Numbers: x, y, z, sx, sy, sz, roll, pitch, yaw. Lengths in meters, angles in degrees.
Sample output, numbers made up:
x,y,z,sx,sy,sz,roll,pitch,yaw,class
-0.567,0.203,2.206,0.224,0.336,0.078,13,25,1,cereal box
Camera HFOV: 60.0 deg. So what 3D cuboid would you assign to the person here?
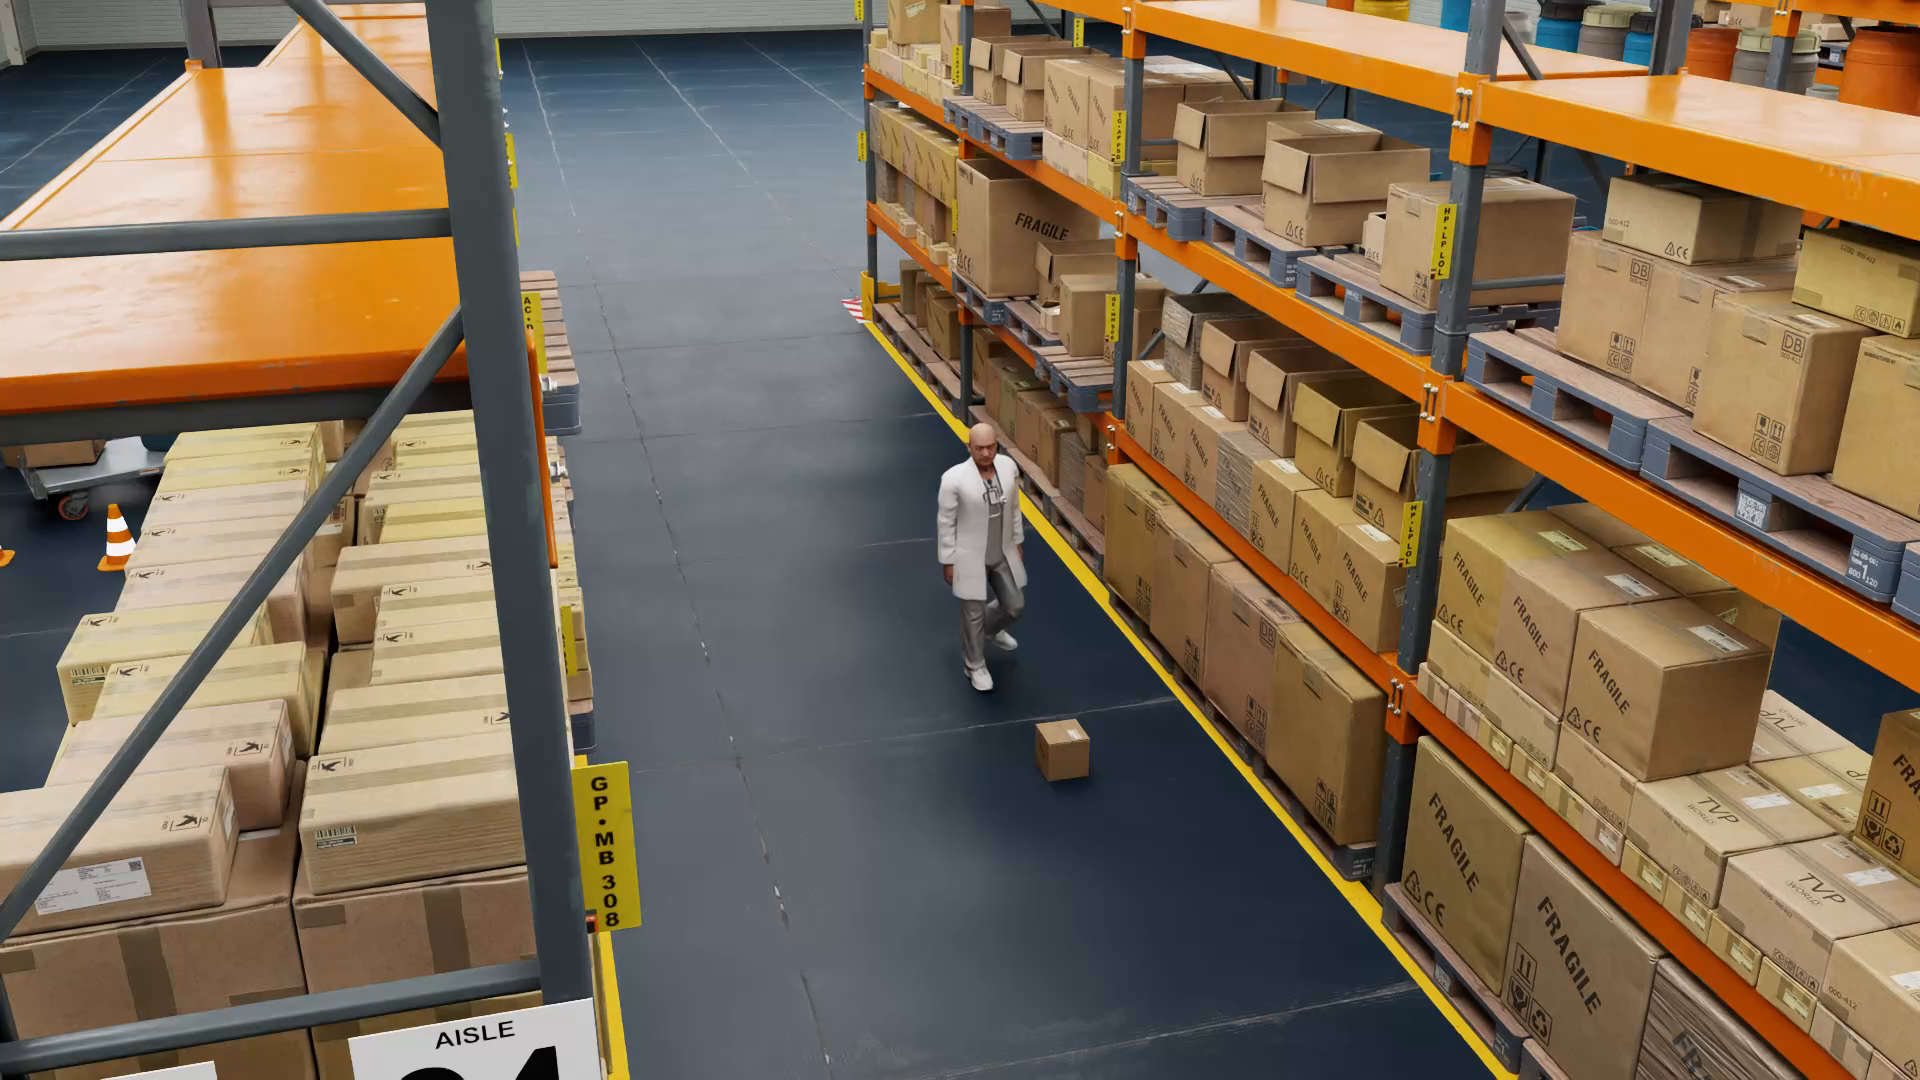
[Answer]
x,y,z,sx,sy,sz,roll,pitch,yaw,class
0.130,0.063,10.532,0.656,1.774,0.600,-11,25,-25,person
